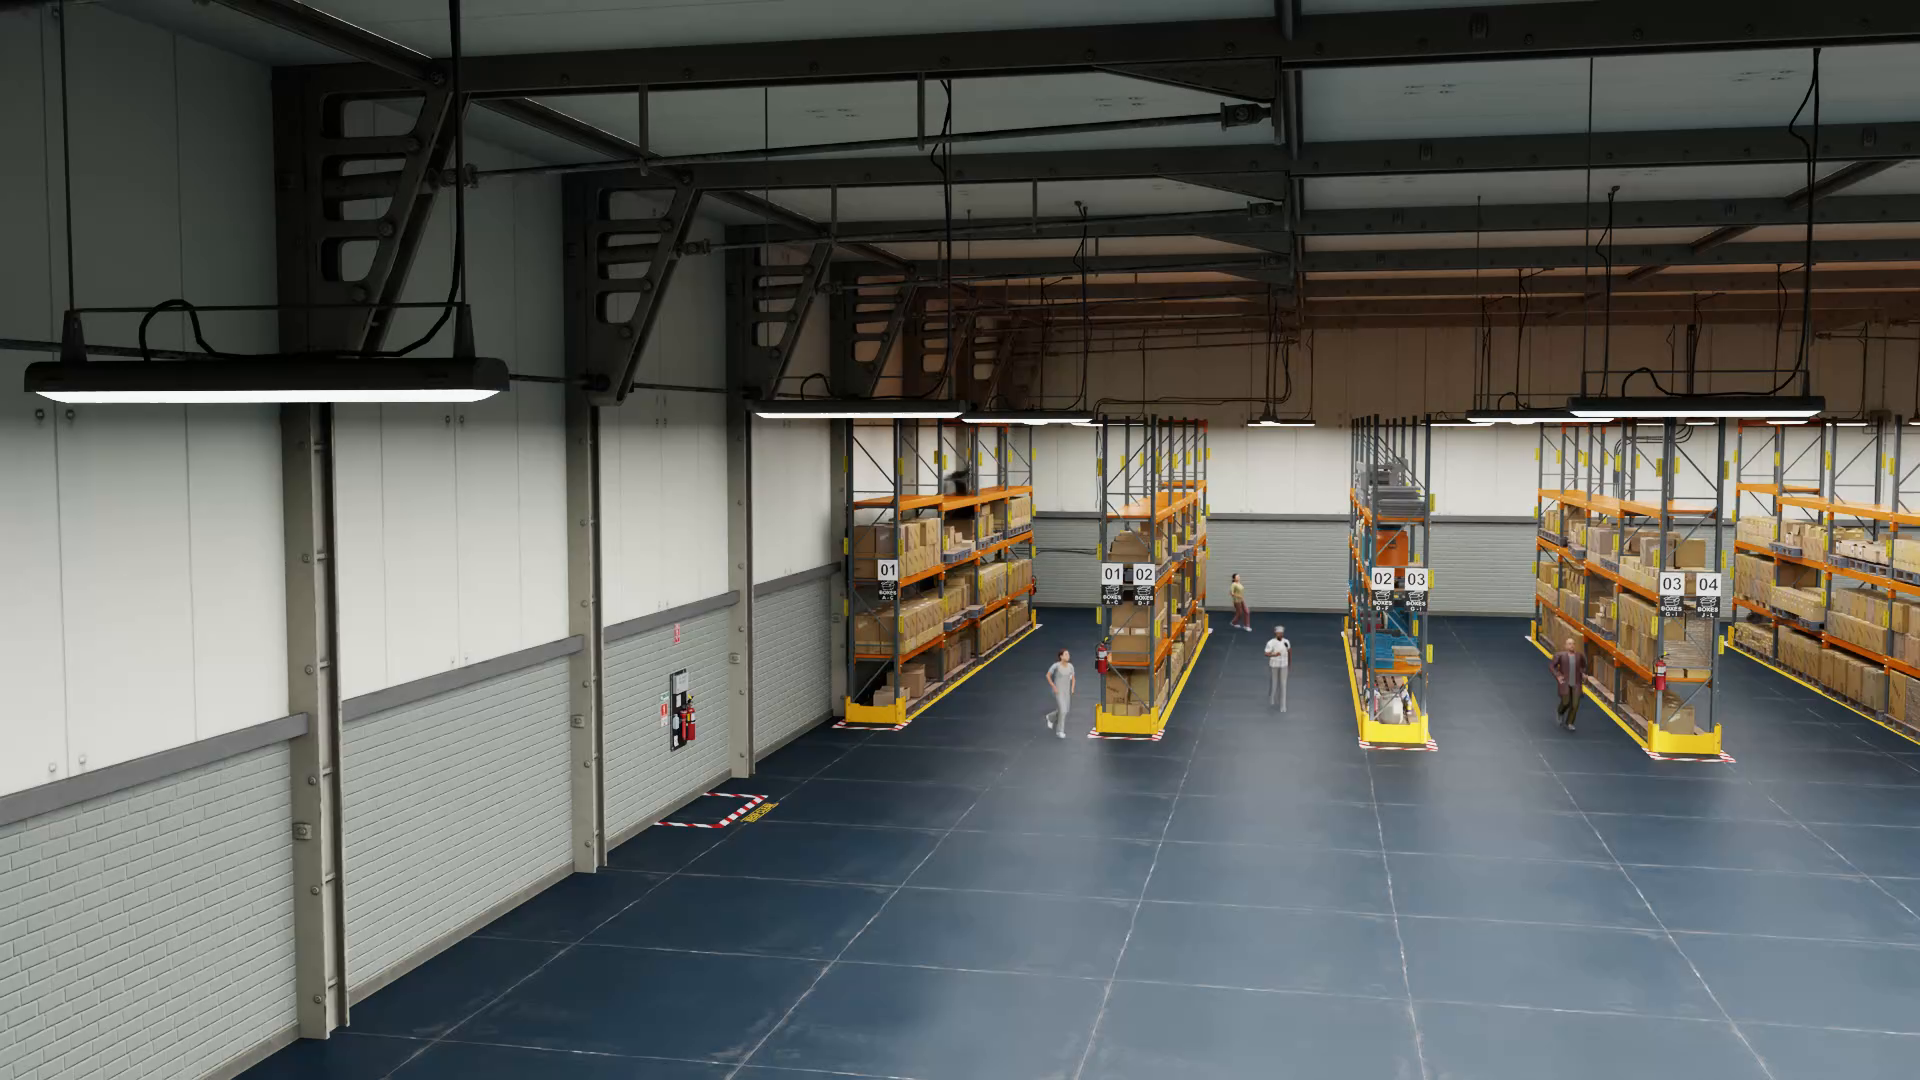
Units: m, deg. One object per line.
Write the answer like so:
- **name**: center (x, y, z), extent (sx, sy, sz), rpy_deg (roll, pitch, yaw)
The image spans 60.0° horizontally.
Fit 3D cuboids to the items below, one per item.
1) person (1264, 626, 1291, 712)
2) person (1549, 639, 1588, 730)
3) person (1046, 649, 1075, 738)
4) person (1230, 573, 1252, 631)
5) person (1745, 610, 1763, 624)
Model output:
- **person**: center (6.493, 2.593, 33.951), extent (0.604, 1.703, 0.900), rpy_deg (0, 4, -3)
- **person**: center (11.622, 2.744, 31.689), extent (0.708, 1.727, 0.660), rpy_deg (0, 4, 5)
- **person**: center (1.877, 2.844, 31.165), extent (0.589, 1.640, 0.646), rpy_deg (-2, 4, -30)
- **person**: center (7.920, 1.763, 47.302), extent (0.623, 1.648, 0.767), rpy_deg (-4, 5, -45)
- **person**: center (21.682, 1.903, 45.121), extent (0.674, 1.663, 0.817), rpy_deg (2, 4, 27)
